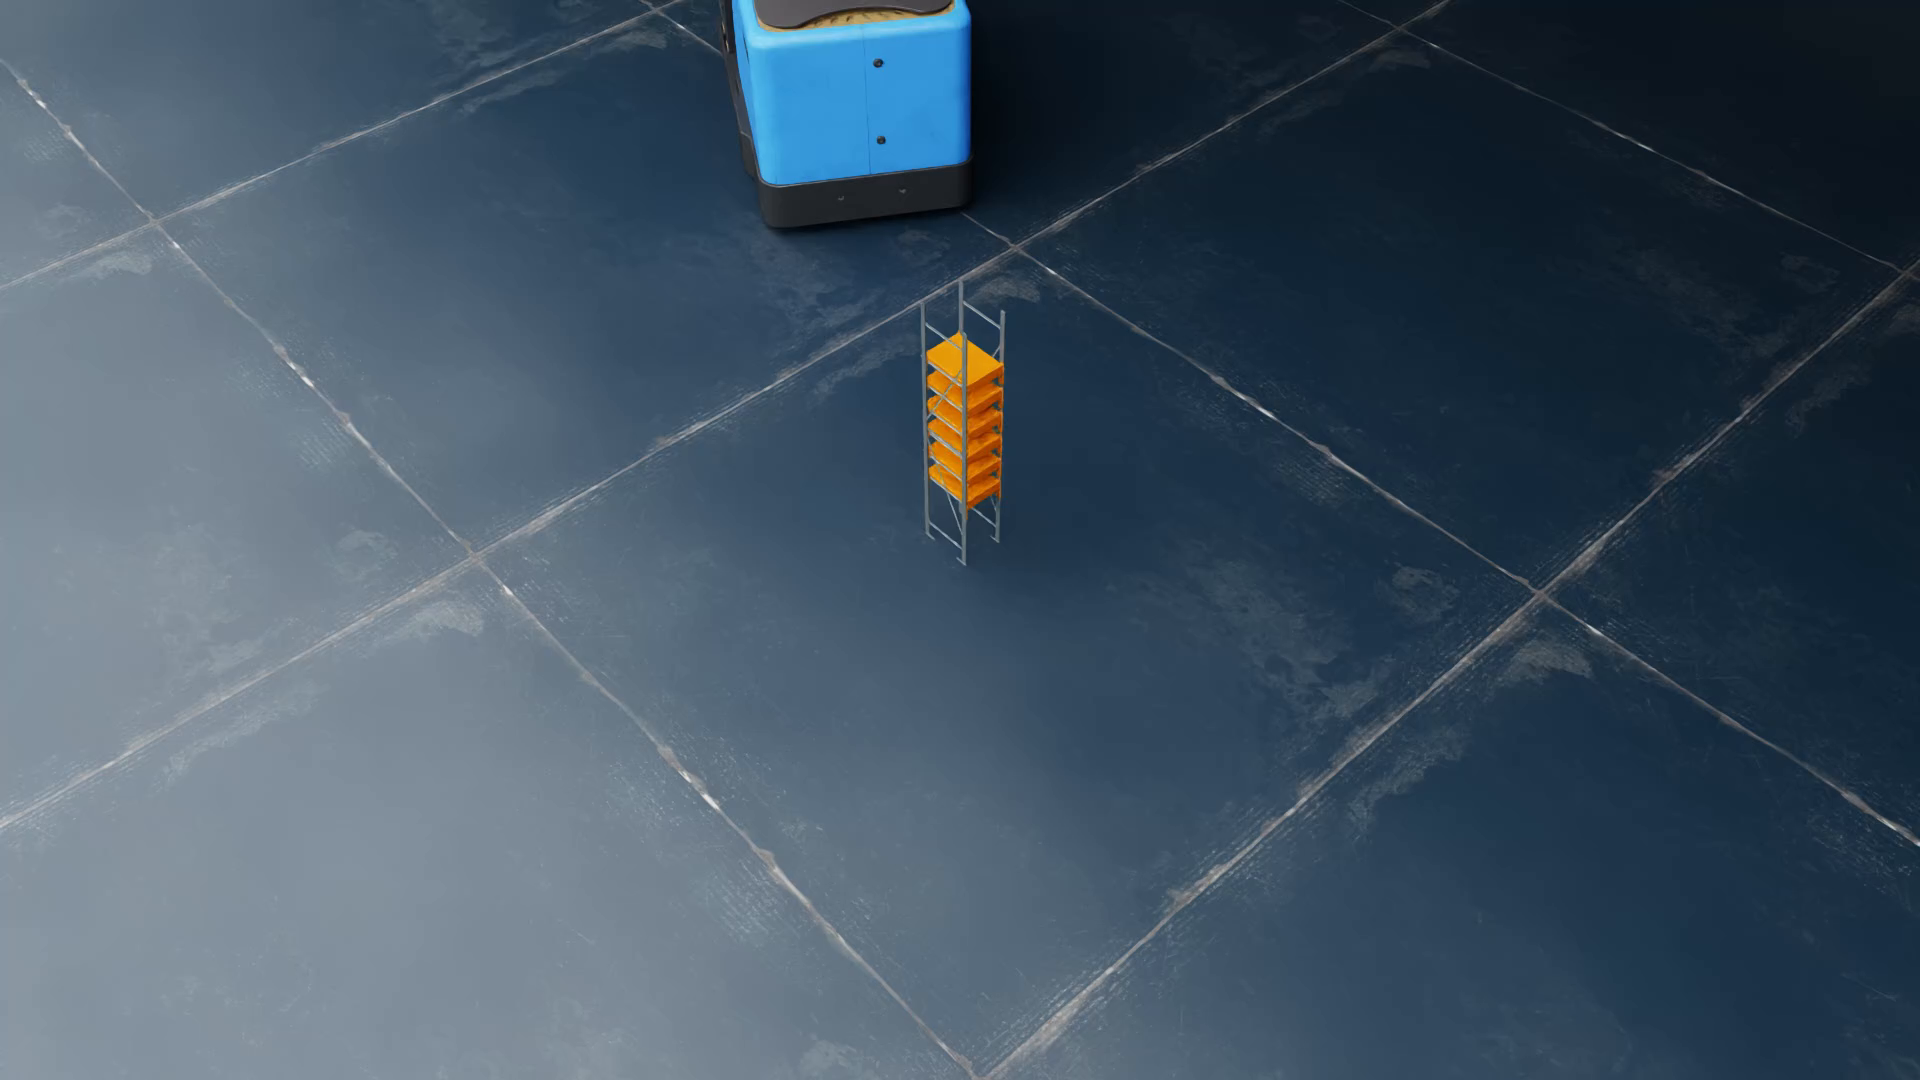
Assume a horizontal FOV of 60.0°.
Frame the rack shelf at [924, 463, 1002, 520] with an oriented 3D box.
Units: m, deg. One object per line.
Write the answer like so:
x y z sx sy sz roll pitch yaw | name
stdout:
0.011 -0.221 6.525 0.180 0.103 0.258 -34 56 -27 | rack shelf

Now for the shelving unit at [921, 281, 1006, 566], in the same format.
0.011 -0.414 6.316 0.189 1.200 0.258 -34 56 -27 | shelving unit

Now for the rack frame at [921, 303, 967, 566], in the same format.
-0.057 -0.369 6.274 0.006 1.200 0.240 -34 56 -27 | rack frame

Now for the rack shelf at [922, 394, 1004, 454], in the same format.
0.011 -0.465 6.260 0.180 0.103 0.258 -34 56 -27 | rack shelf

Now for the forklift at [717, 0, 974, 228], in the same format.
-0.730 -3.608 8.084 1.130 2.935 3.031 -9 48 -8 | forklift

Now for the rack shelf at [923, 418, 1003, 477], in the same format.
0.011 -0.384 6.348 0.180 0.103 0.258 -34 56 -27 | rack shelf

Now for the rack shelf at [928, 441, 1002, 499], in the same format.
0.011 -0.303 6.436 0.180 0.103 0.258 -34 56 -27 | rack shelf

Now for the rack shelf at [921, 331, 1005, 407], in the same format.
0.011 -0.628 6.084 0.180 0.103 0.258 -34 56 -27 | rack shelf

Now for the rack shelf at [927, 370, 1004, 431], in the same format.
0.011 -0.547 6.172 0.180 0.103 0.258 -34 56 -27 | rack shelf

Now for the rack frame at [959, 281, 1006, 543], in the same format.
0.078 -0.459 6.357 0.006 1.200 0.240 -34 56 -27 | rack frame
